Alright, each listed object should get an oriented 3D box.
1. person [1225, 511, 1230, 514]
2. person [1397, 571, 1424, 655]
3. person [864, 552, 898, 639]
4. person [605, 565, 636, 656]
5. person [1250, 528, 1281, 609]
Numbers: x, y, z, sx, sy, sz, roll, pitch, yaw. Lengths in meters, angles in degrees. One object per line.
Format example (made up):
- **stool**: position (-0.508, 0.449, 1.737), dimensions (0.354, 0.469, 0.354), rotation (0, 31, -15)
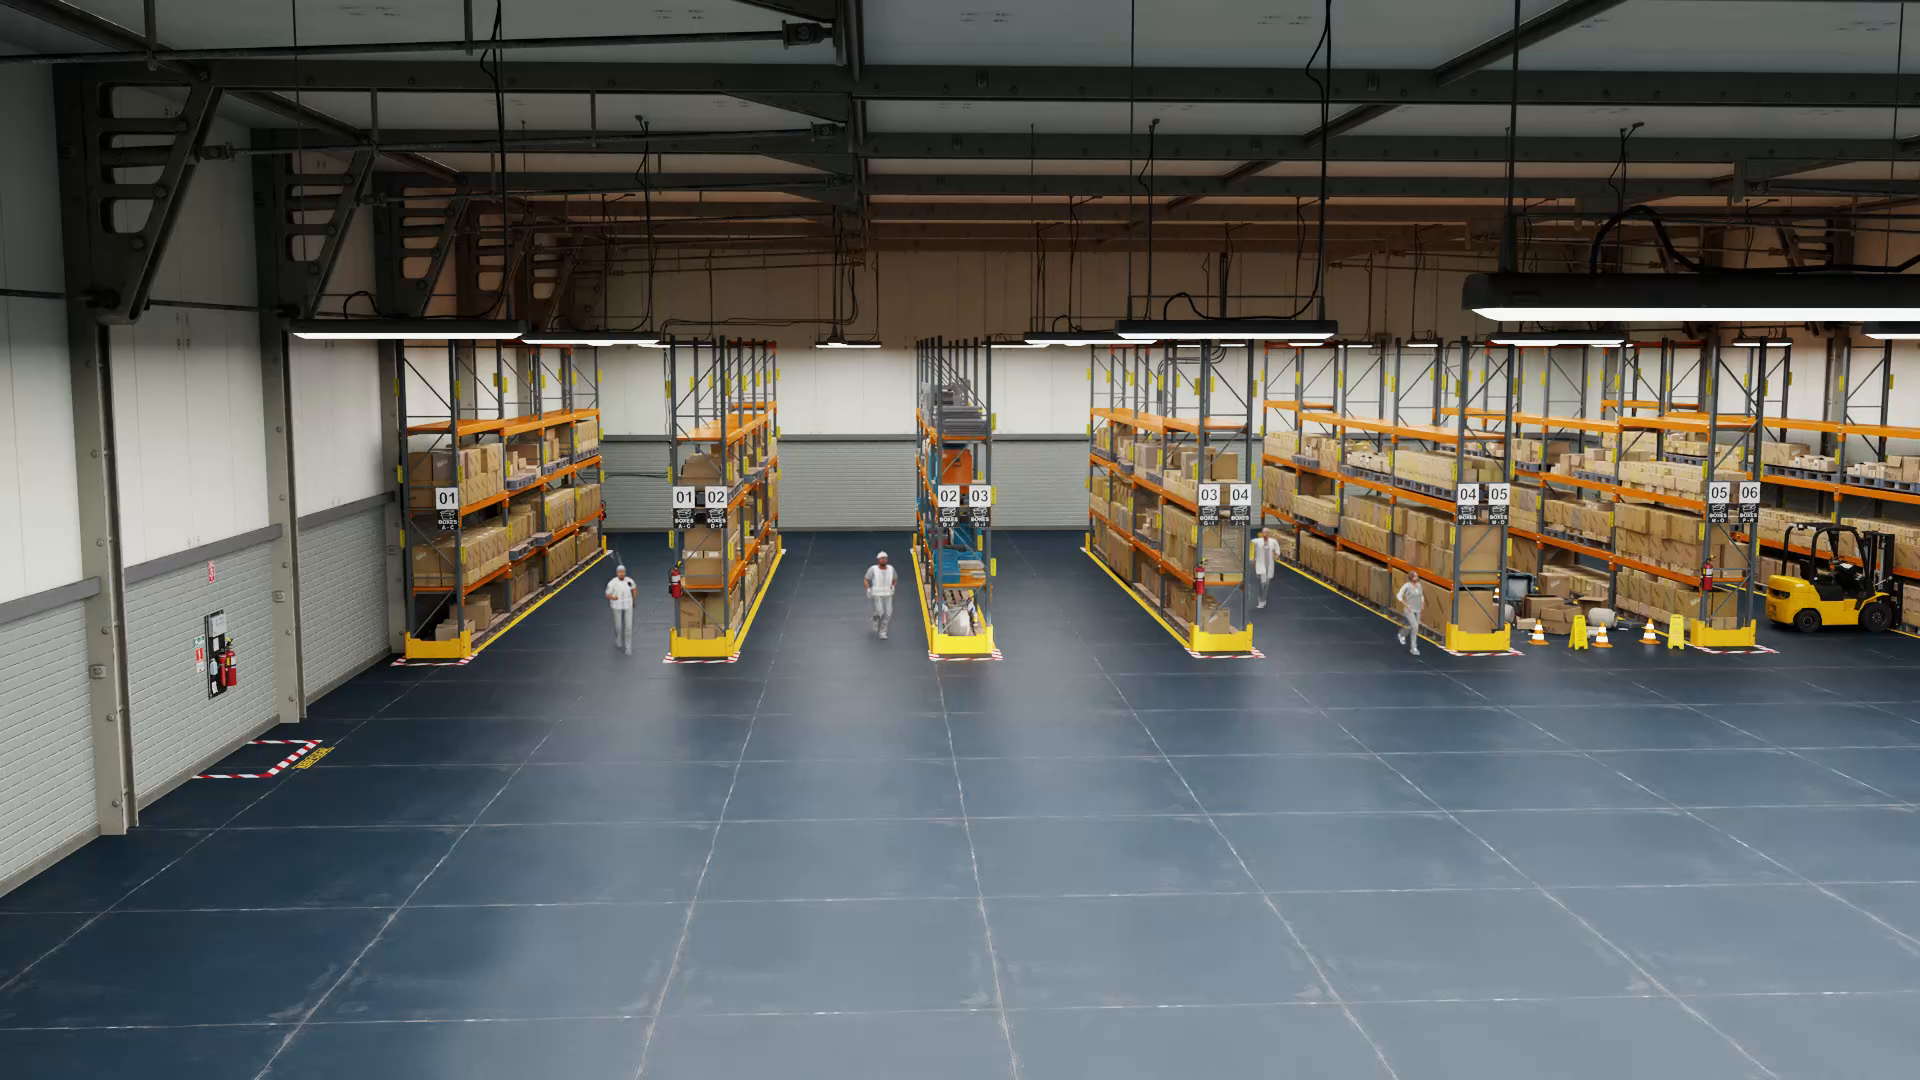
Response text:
- **person**: position (7.446, -0.335, 46.118), dimensions (0.551, 1.694, 0.788), rotation (0, 7, 4)
- **person**: position (8.566, 1.358, 31.691), dimensions (0.559, 1.579, 0.679), rotation (-3, 7, -25)
- **person**: position (-1.537, 1.104, 33.110), dimensions (0.684, 1.732, 0.594), rotation (-2, 7, -19)
- **person**: position (-6.413, 1.311, 31.551), dimensions (0.606, 1.656, 0.924), rotation (-2, 7, -18)
- **person**: position (6.830, 0.633, 37.227), dimensions (0.688, 1.839, 0.836), rotation (-1, 7, -9)
